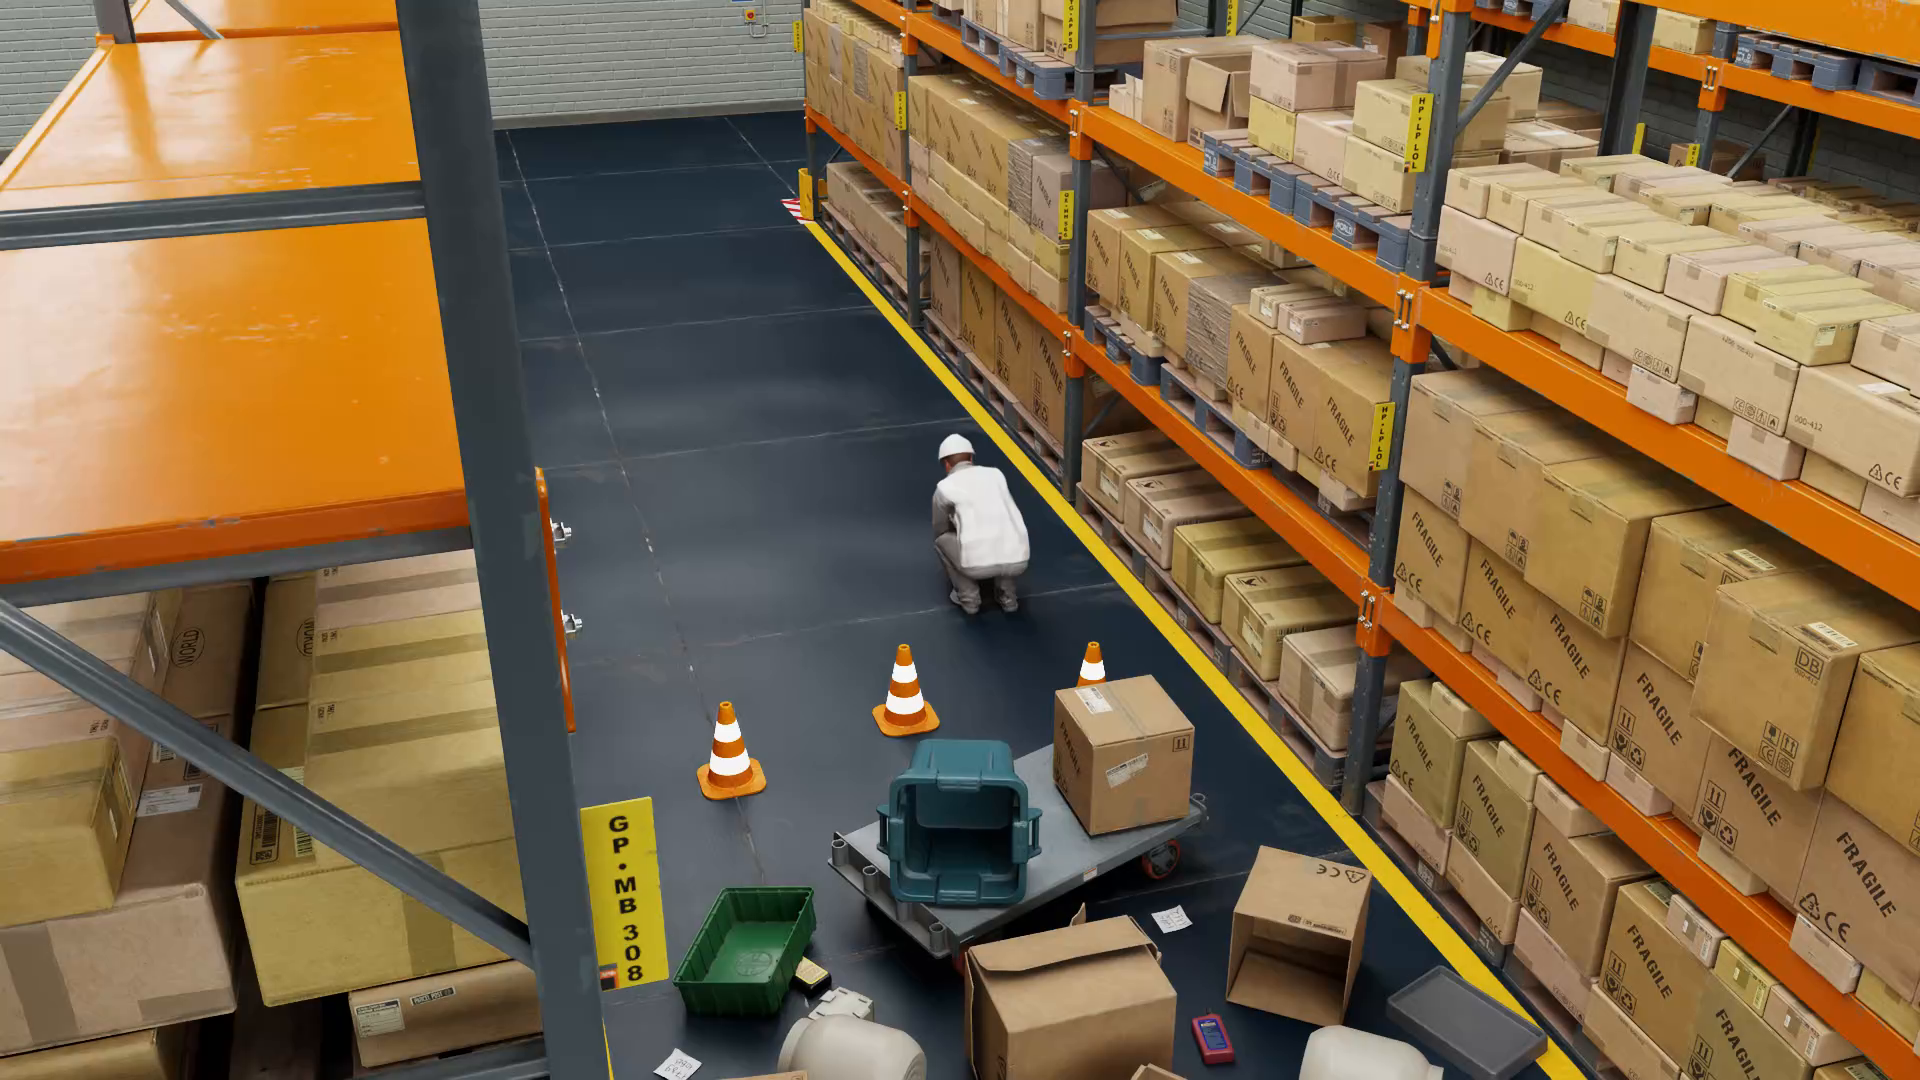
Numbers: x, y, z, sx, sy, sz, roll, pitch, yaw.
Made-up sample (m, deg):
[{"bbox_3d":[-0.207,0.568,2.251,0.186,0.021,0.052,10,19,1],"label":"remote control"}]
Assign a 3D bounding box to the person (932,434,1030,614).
[{"bbox_3d":[0.106,-0.093,10.402,0.526,1.013,0.873,-8,27,-17],"label":"person"}]
